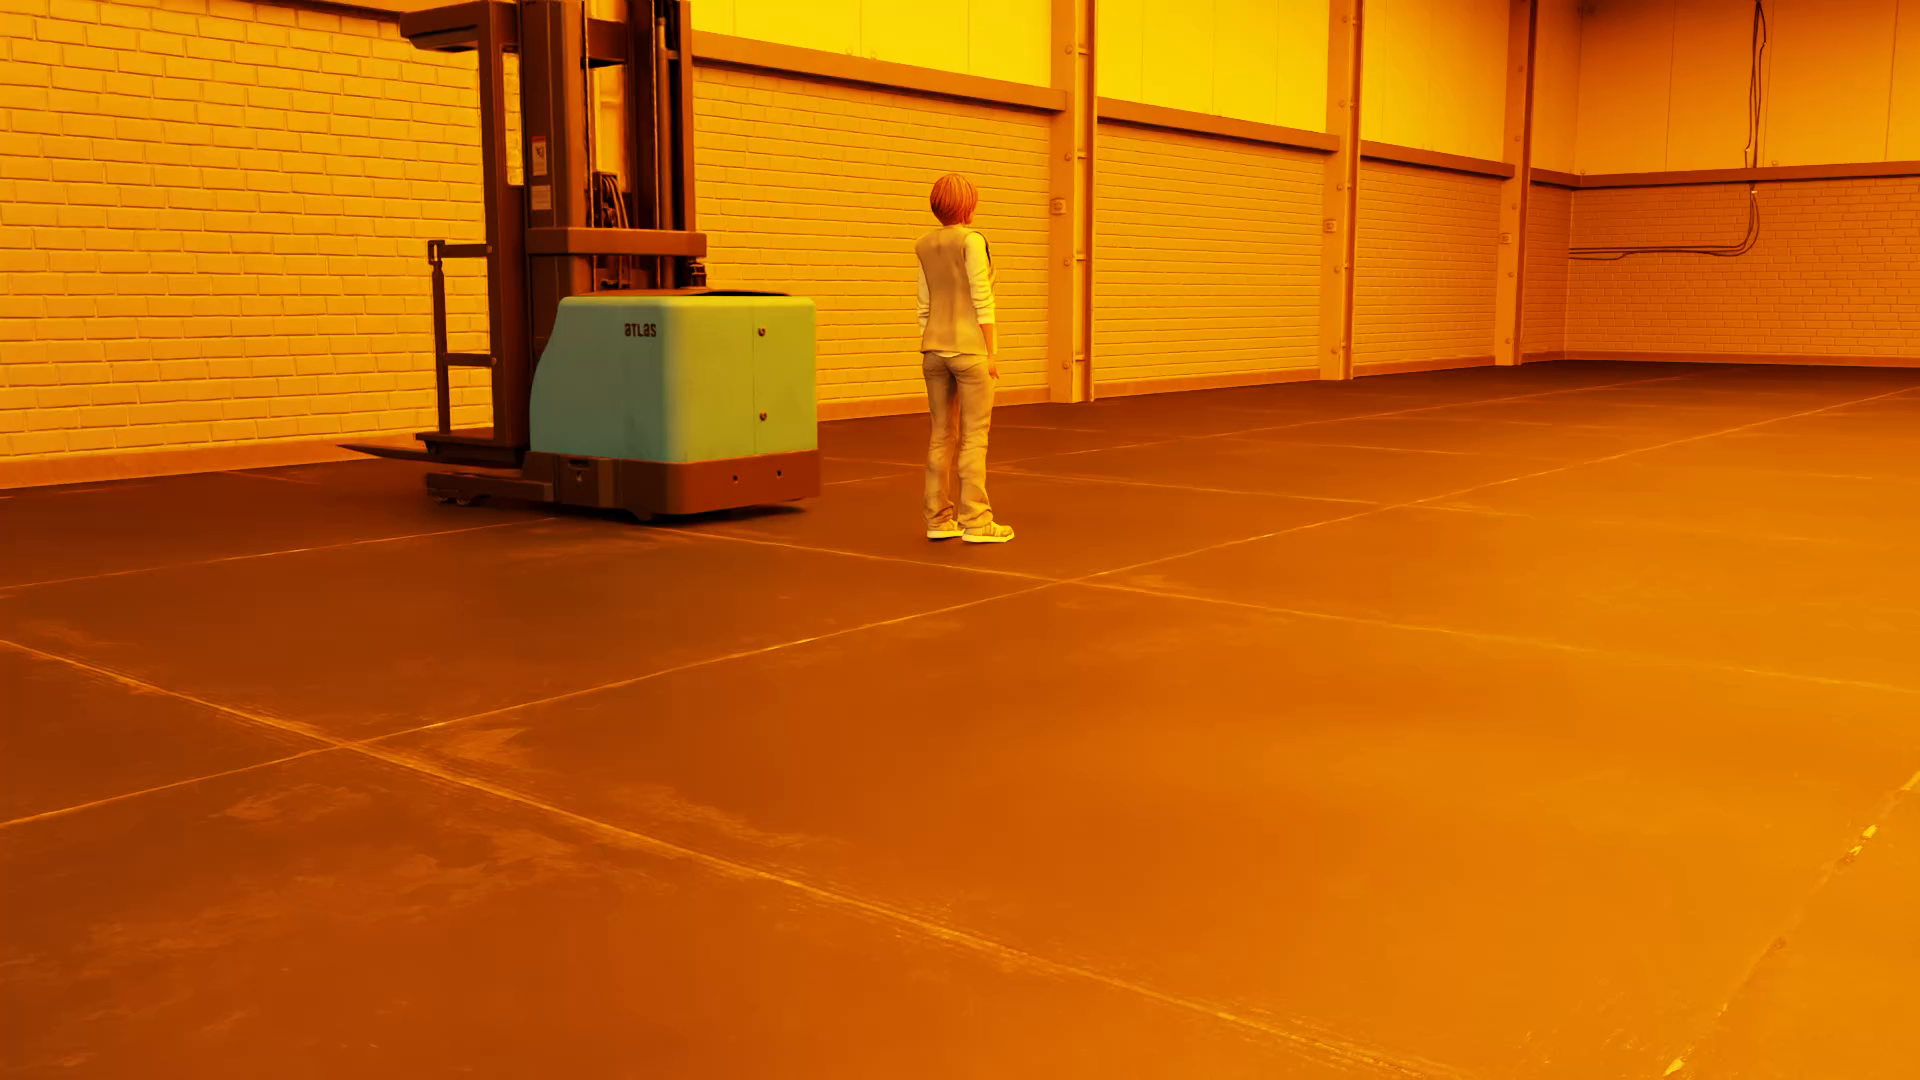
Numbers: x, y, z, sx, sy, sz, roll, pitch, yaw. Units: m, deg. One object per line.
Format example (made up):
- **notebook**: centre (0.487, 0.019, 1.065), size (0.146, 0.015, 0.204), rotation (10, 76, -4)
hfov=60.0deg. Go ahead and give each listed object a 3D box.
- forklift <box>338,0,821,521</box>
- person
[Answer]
- **forklift**: centre (-2.187, -1.683, 8.781), size (3.031, 2.935, 1.130), rotation (6, 10, 37)
- **person**: centre (0.001, -0.791, 7.290), size (0.402, 1.601, 0.326), rotation (7, 11, 38)
